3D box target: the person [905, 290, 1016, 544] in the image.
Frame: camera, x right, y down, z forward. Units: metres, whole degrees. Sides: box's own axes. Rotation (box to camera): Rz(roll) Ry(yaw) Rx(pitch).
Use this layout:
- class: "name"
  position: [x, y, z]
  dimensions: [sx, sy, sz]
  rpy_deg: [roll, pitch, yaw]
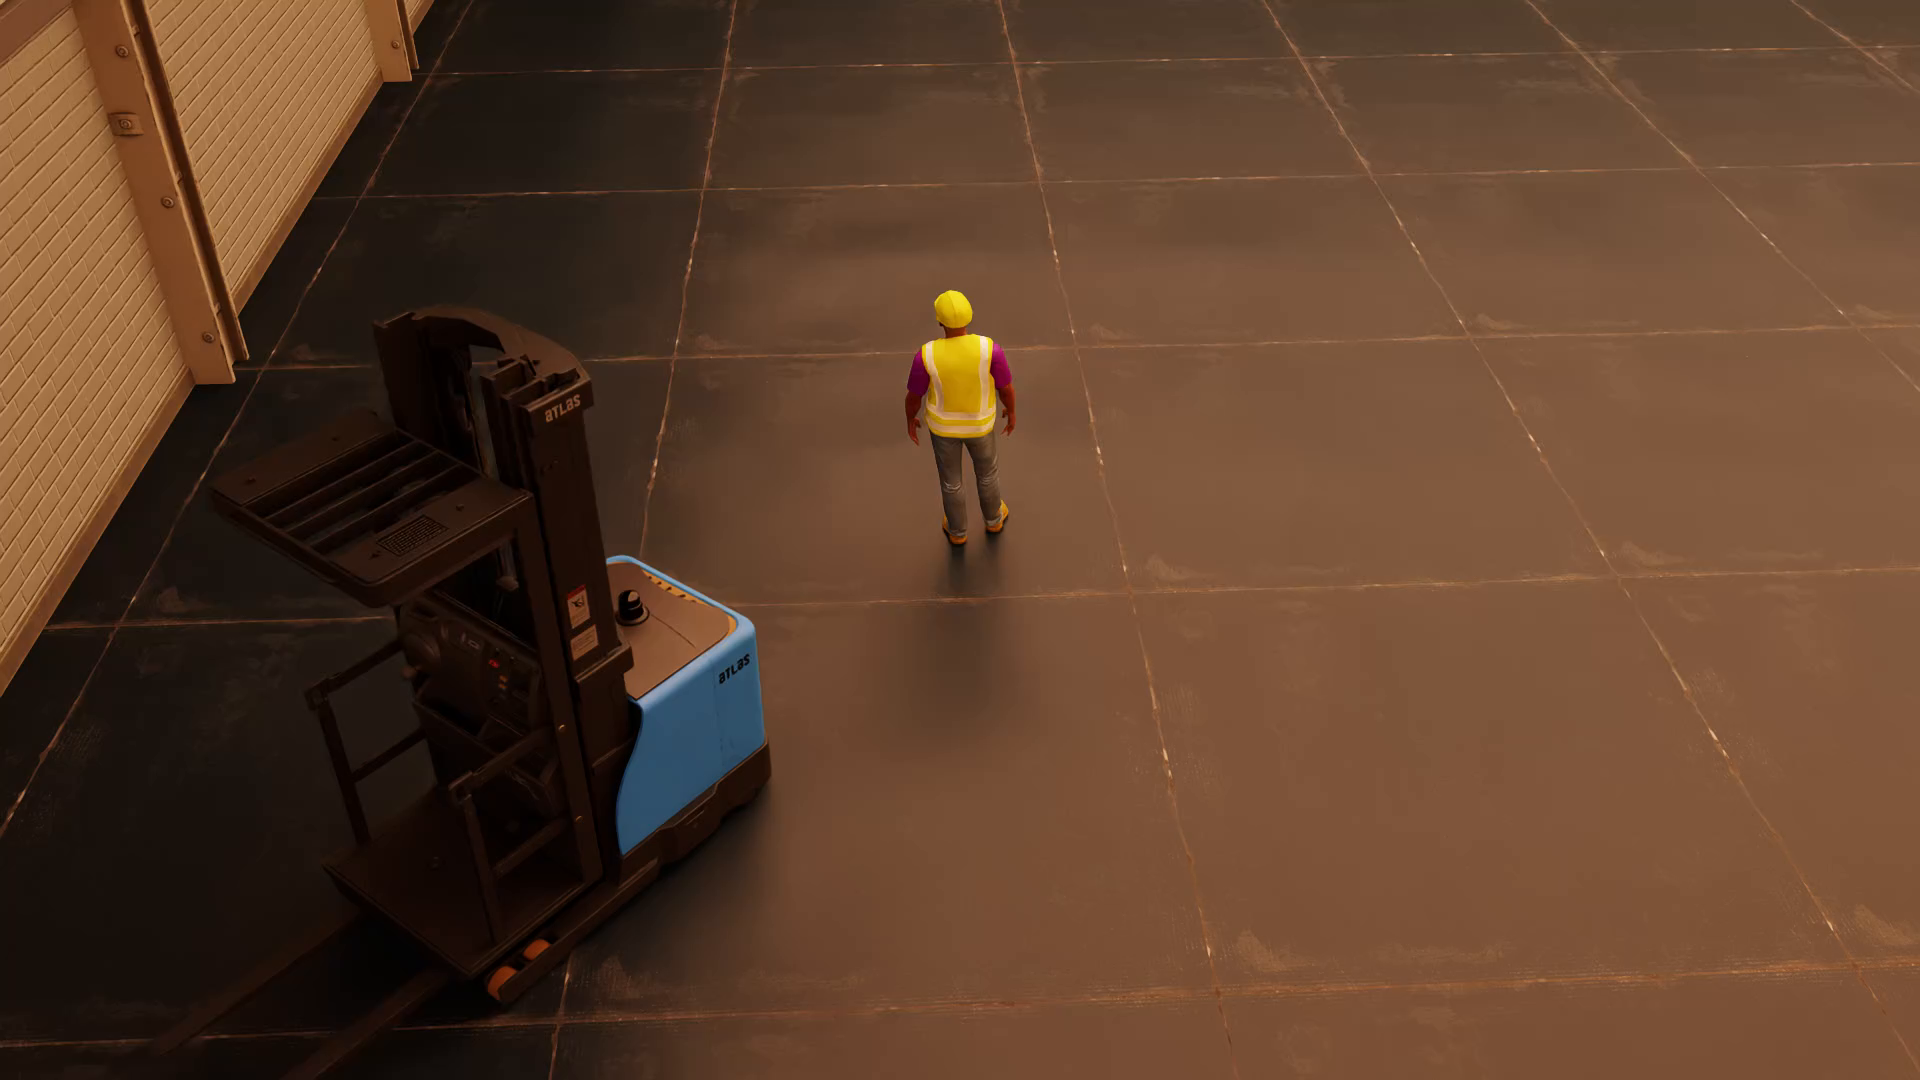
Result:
- class: "person"
  position: [0.002, -0.760, 10.032]
  dimensions: [0.666, 1.765, 0.577]
  rpy_deg: [-2, 36, -2]

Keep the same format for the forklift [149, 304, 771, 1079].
- class: "forklift"
  position: [-2.287, 0.596, 7.192]
  dimensions: [1.130, 2.935, 3.031]
  rpy_deg: [25, 43, 30]
